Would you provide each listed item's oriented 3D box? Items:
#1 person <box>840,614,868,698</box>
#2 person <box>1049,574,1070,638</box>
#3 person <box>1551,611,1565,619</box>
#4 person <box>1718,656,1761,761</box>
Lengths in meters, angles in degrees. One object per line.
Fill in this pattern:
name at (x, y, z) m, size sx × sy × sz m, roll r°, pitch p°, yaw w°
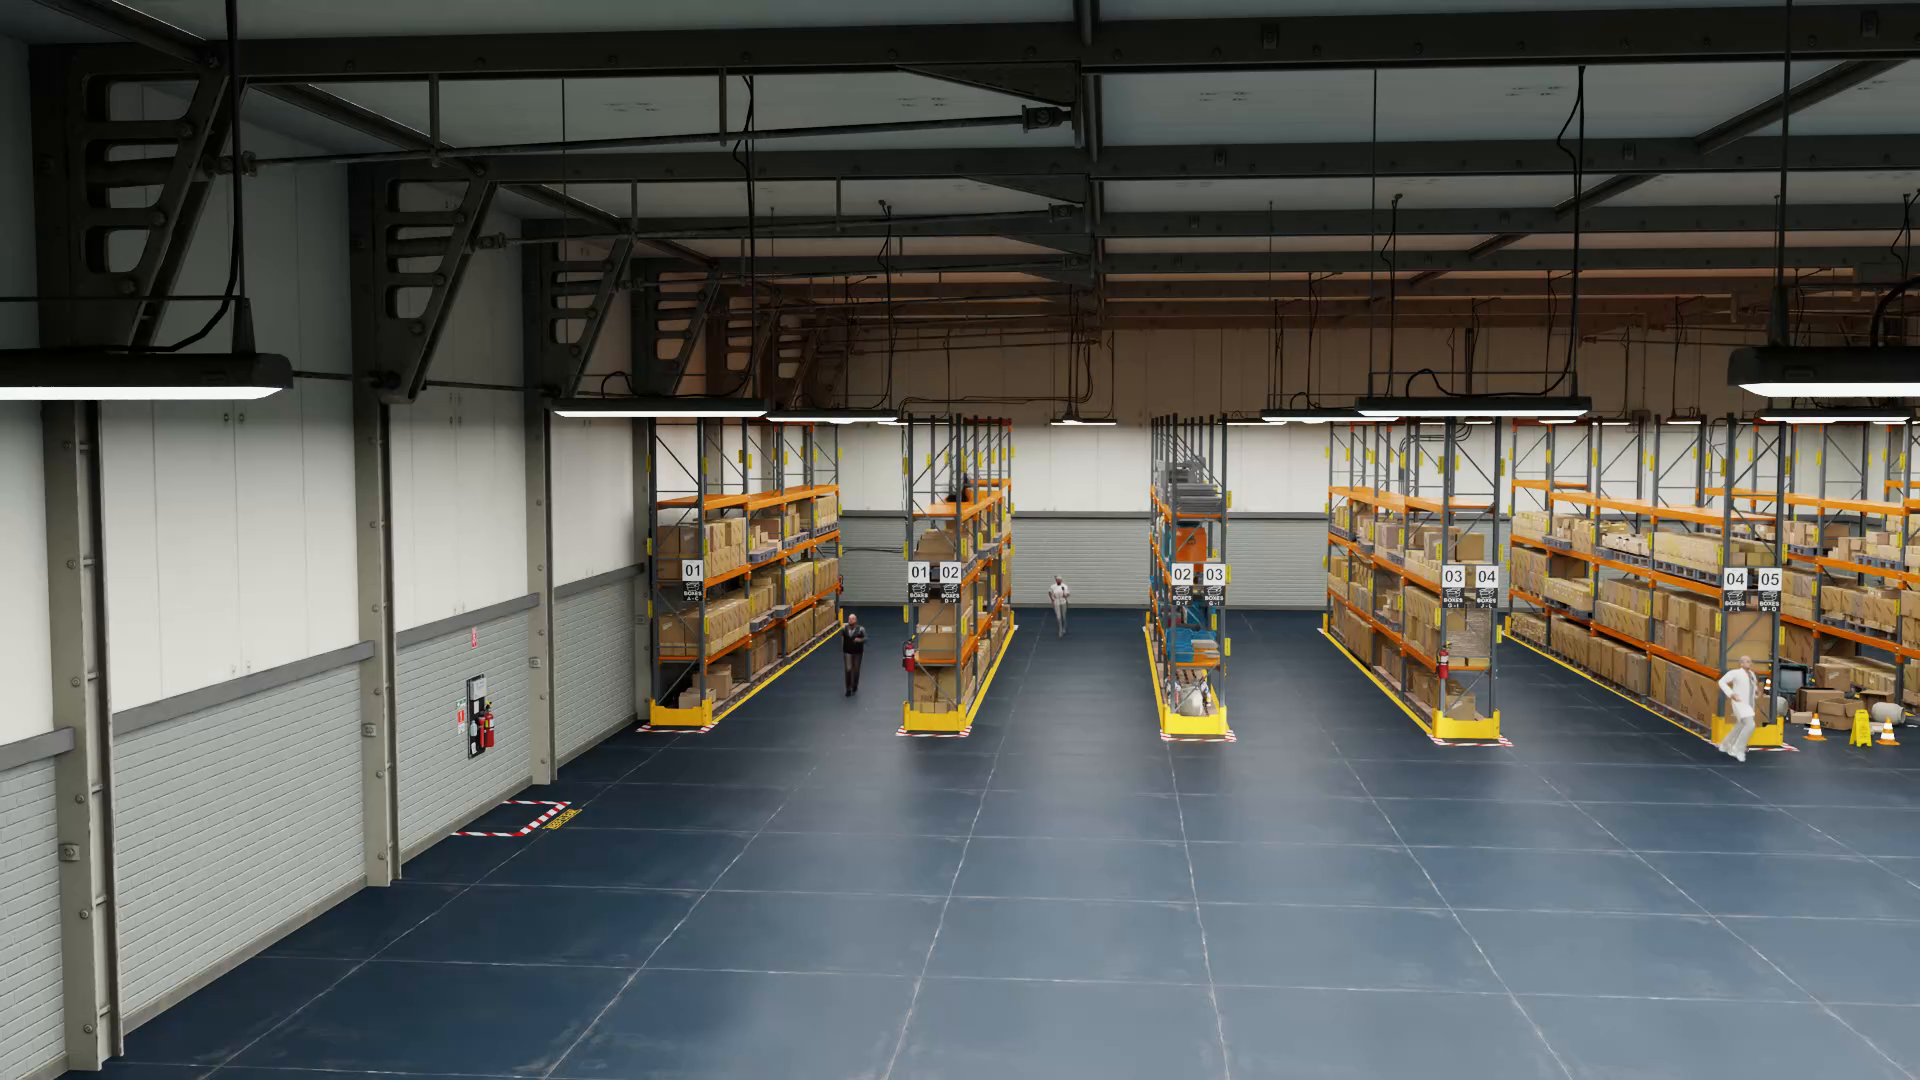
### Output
person at (-2.268, 2.479, 35.651) m, size 0.628 × 1.792 × 0.781 m, roll 0°, pitch 4°, yaw 1°
person at (2.742, 1.802, 45.780) m, size 0.580 × 1.740 × 0.807 m, roll 0°, pitch 4°, yaw -1°
person at (16.773, 1.722, 46.819) m, size 0.733 × 1.789 × 0.739 m, roll -4°, pitch 5°, yaw -43°
person at (13.546, 2.916, 28.822) m, size 0.731 × 1.836 × 0.683 m, roll -2°, pitch 4°, yaw -31°
